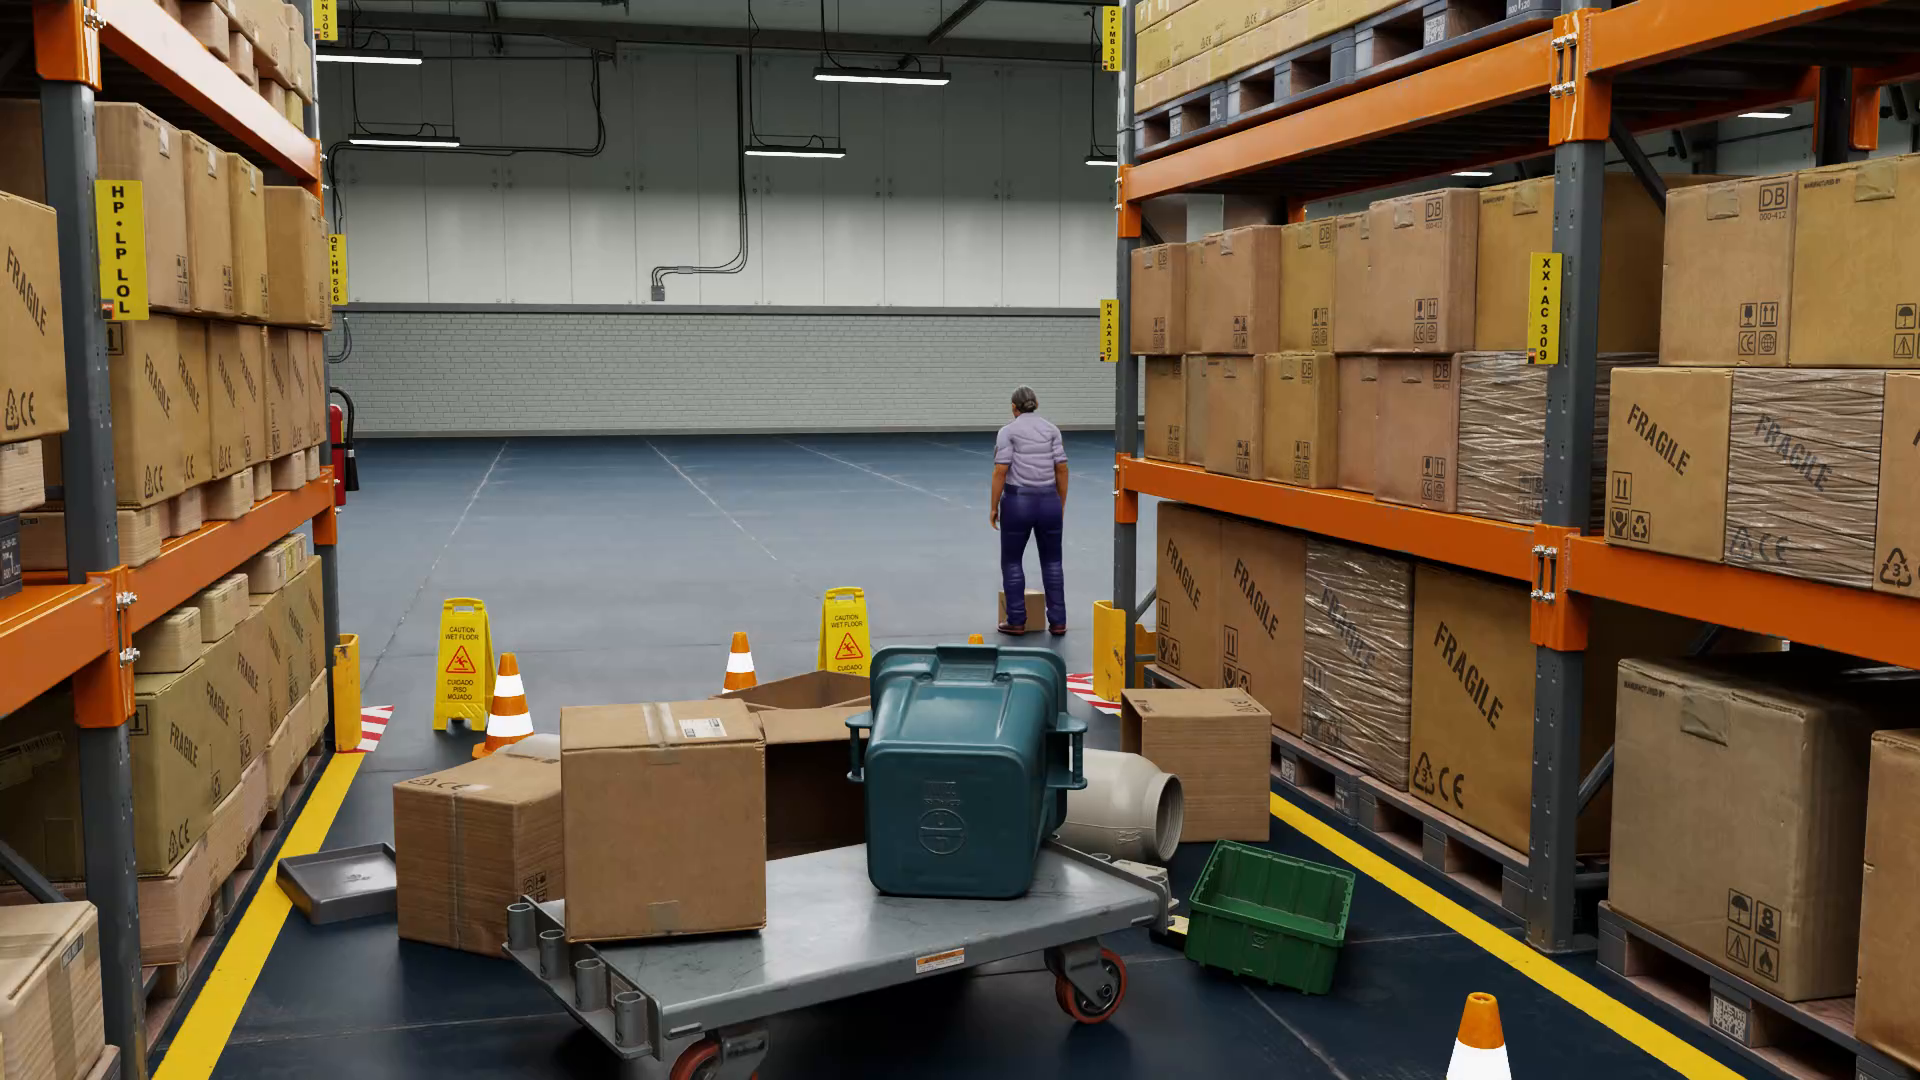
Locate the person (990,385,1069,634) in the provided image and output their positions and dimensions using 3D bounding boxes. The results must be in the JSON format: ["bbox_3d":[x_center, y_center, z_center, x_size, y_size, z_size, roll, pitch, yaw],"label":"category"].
[{"bbox_3d":[0.465,-0.197,11.018,0.562,1.653,0.418,-2,6,-16],"label":"person"}]
